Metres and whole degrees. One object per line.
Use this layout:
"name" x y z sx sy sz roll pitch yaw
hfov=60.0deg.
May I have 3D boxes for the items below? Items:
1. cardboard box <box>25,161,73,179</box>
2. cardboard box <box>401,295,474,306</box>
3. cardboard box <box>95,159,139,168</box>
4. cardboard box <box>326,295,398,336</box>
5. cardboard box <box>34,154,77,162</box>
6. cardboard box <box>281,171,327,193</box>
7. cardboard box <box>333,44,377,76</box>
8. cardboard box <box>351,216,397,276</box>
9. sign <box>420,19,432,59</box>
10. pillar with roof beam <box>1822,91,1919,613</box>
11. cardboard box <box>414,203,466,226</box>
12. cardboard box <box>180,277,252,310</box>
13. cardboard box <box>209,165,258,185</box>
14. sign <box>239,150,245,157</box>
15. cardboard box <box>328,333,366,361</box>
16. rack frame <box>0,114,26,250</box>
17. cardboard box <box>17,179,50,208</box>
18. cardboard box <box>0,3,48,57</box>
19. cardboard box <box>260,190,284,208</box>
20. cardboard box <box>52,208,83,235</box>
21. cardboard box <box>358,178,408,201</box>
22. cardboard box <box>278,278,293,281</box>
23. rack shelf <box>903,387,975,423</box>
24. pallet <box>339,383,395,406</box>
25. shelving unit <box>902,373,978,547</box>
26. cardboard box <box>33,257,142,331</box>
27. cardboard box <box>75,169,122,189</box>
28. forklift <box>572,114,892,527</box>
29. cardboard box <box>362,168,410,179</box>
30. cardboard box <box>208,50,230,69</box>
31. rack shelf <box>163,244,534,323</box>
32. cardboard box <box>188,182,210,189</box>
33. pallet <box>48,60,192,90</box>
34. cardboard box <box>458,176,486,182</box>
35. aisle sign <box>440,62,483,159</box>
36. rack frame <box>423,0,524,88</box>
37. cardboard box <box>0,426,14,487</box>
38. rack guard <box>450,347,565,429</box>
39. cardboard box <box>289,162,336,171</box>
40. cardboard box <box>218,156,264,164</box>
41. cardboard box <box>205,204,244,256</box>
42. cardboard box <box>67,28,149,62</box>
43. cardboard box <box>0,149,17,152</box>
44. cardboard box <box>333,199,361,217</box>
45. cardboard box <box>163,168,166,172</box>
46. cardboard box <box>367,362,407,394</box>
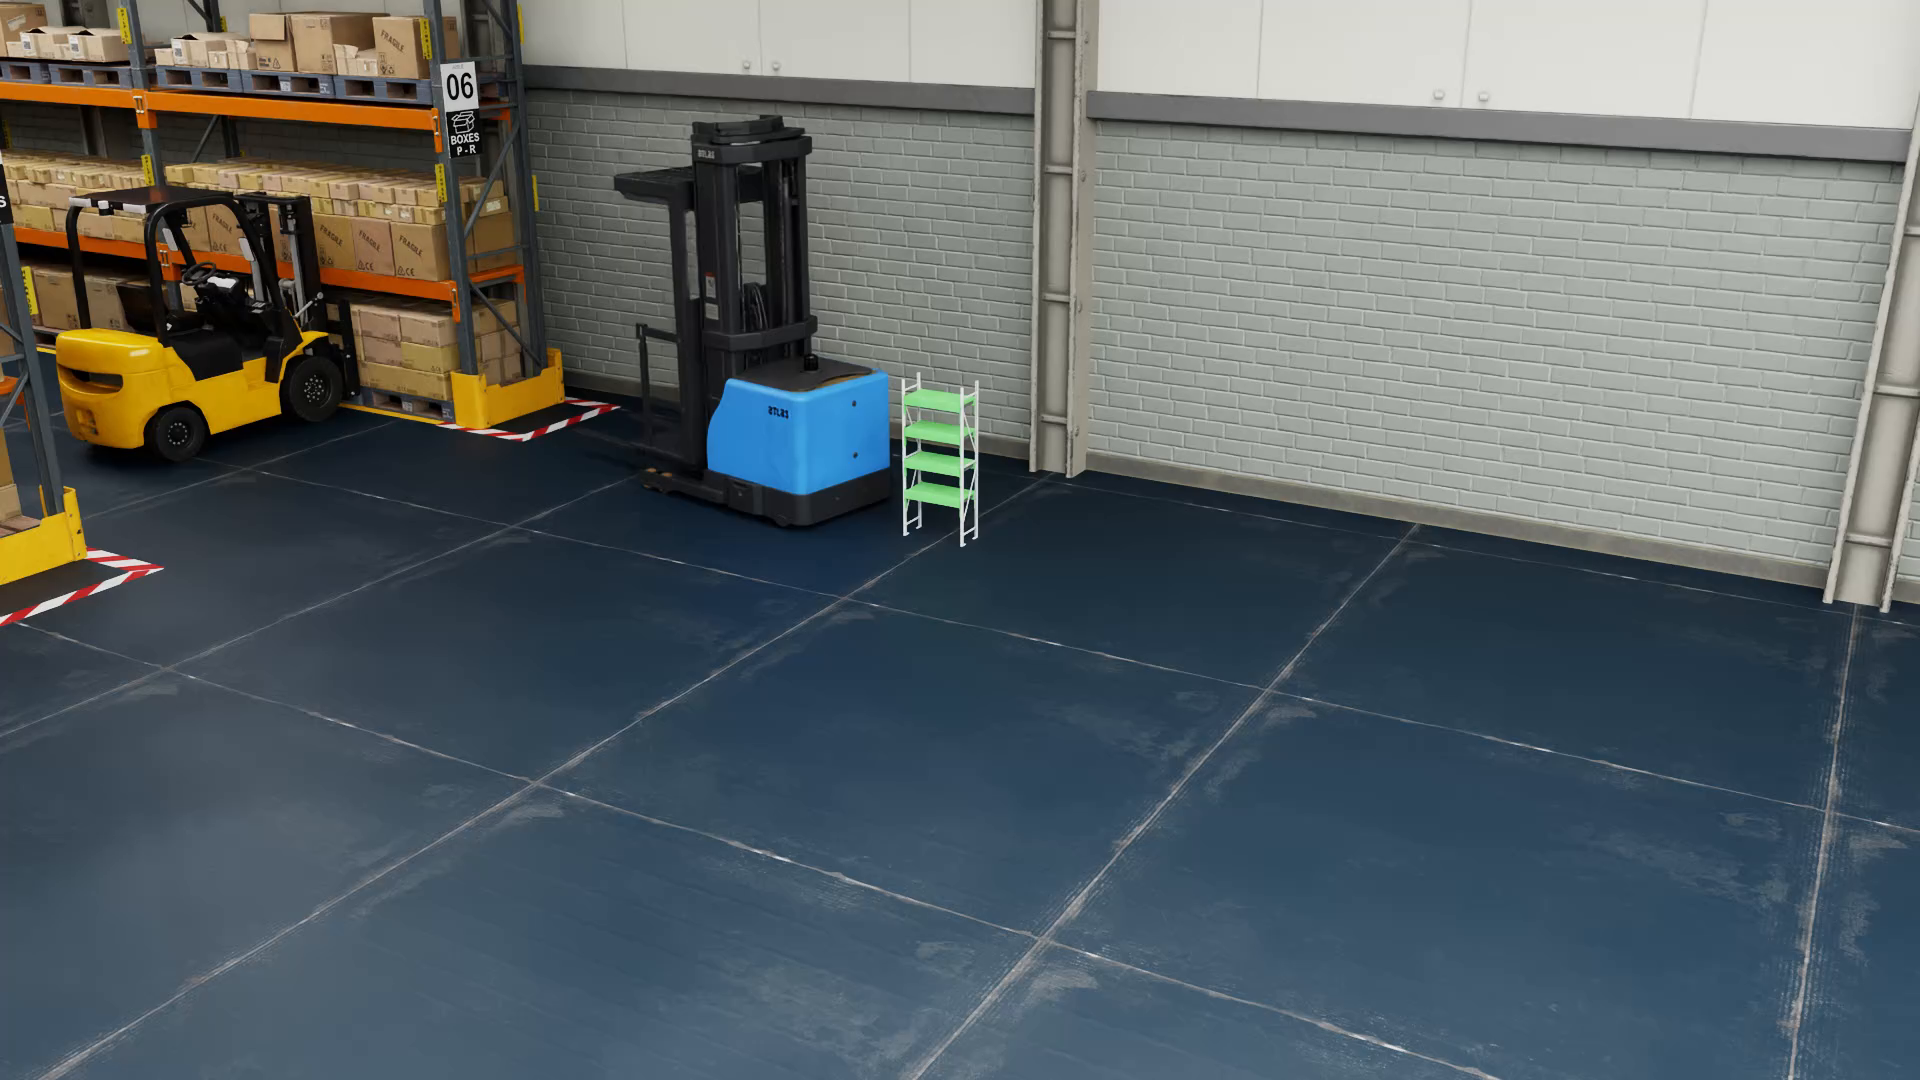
"cardboard box" -9.688 -3.932 17.707 0.250 0.149 0.380 11 23 27
"cardboard box" -5.010 -2.209 16.007 0.500 0.250 0.500 11 23 27
"cardboard box" -9.026 -3.983 17.849 0.250 0.149 0.380 11 22 27
"cardboard box" -5.693 -2.139 15.812 0.500 0.250 0.500 11 23 28
"cardboard box" -9.928 -4.146 18.299 0.250 0.149 0.380 11 22 27
"cardboard box" -6.214 -3.405 15.819 0.250 0.149 0.380 11 23 28
"cardboard box" -5.338 -4.297 14.848 0.258 0.266 0.396 11 23 27
"cardboard box" -5.251 -2.756 15.417 0.500 0.500 0.500 12 23 29
"sign" -4.521 -4.246 14.090 0.005 0.325 0.100 11 23 27
"pillar with roof beam" 3.964 -2.543 6.179 0.400 9.000 9.100 11 23 27
"cardboard box" -4.684 -2.942 14.979 0.250 0.149 0.380 11 23 28
"cardboard box" -7.467 -2.482 16.759 0.500 0.250 0.500 10 22 26
"cardboard box" -7.104 -3.575 16.289 0.250 0.149 0.380 10 22 26
"sign" -7.467 -3.891 17.307 0.005 0.325 0.100 11 23 27
"cardboard box" -5.716 -1.910 15.915 0.500 0.250 0.500 10 22 26
"rack frame" -11.229 -3.946 18.846 0.127 3.000 1.000 11 23 27
"cardboard box" -9.618 -3.711 17.683 0.500 0.250 0.500 11 23 28
"cardboard box" -9.827 -5.286 17.230 0.500 0.500 0.500 11 23 29
"cardboard box" -6.483 -3.280 15.912 0.250 0.149 0.380 10 22 26
"cardboard box" -9.164 -3.390 17.533 0.500 0.250 0.500 11 23 28
"cardboard box" -5.313 -3.235 15.351 0.250 0.149 0.380 11 23 28
"cardboard box" -6.763 -2.552 16.952 0.500 0.250 0.500 10 22 27
"rack shelf" -0.145 -0.983 12.094 0.480 0.148 0.258 11 23 27
"pallet" -5.994 -1.623 16.530 1.213 0.211 1.003 11 23 27
"shelving unit" -0.145 -0.592 12.236 0.503 1.200 0.258 11 23 27
"cardboard box" -9.529 -2.702 18.280 0.625 0.625 0.875 10 22 25
"cardboard box" -8.860 -3.722 17.129 0.250 0.149 0.380 10 22 26
"forklift" -1.982 -1.873 13.230 3.031 2.935 1.130 16 26 38
"cardboard box" -5.515 -3.475 16.013 0.250 0.149 0.380 10 22 26
"cardboard box" -6.822 -4.525 15.647 0.250 0.149 0.380 12 23 29
"rack shelf" -5.991 -2.610 16.218 4.000 0.370 1.077 11 23 27
"cardboard box" -7.360 -3.459 16.405 0.250 0.149 0.380 11 23 29
"pallet" -8.513 -4.744 16.927 1.217 0.209 0.805 10 22 25
"cardboard box" -4.635 -3.290 15.502 0.250 0.149 0.380 12 23 29
"aisle sign" -4.331 -3.740 14.464 0.004 0.787 0.394 11 23 27
"rack frame" -4.245 -5.436 14.155 0.127 3.000 1.000 11 23 27
"cardboard box" -7.253 -0.615 11.979 0.500 0.500 0.500 10 22 26
"rack guard" -4.224 -1.437 15.593 0.348 0.500 1.175 11 23 27
"cardboard box" -6.409 -3.644 16.477 0.250 0.149 0.380 10 22 26
"cardboard box" -7.311 -3.810 16.935 0.250 0.149 0.380 11 23 27
"cardboard box" -7.014 -3.095 16.352 0.500 0.500 0.500 11 23 28
"cardboard box" -8.487 -4.942 16.559 0.500 0.311 0.500 10 22 26
"cardboard box" -10.846 -4.305 18.735 0.250 0.149 0.380 12 23 29
"cardboard box" -5.585 -3.112 15.448 0.250 0.149 0.380 10 22 26
"cardboard box" -8.148 -3.816 17.388 0.250 0.149 0.380 10 22 26
"cardboard box" -5.238 -1.590 15.767 0.500 0.250 0.500 11 23 27
